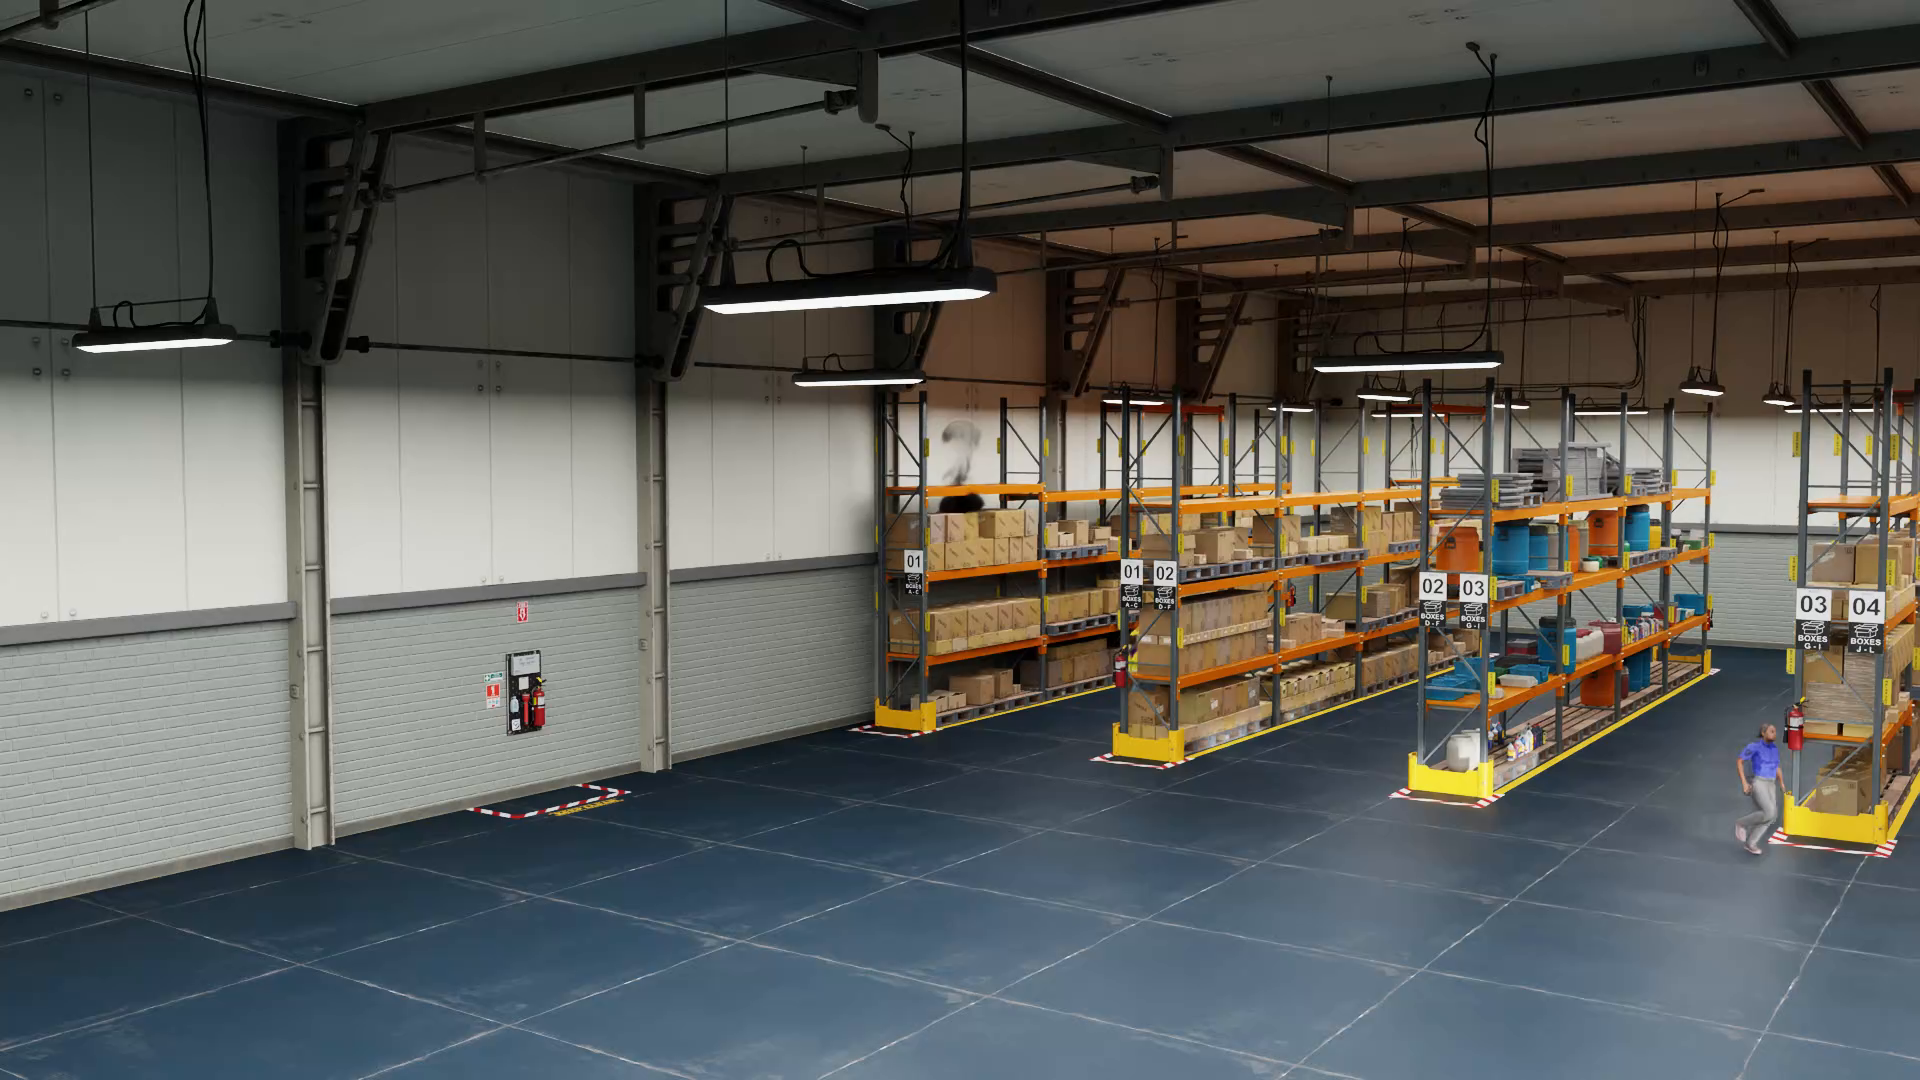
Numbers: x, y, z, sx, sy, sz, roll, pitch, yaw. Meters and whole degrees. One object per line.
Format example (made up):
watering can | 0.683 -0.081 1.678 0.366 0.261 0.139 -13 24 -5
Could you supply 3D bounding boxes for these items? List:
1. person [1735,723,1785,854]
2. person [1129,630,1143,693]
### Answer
person | 9.986 3.068 20.599 0.613 1.579 0.493 -1 3 -23
person | 3.144 2.483 29.844 0.714 1.733 0.791 2 4 30
